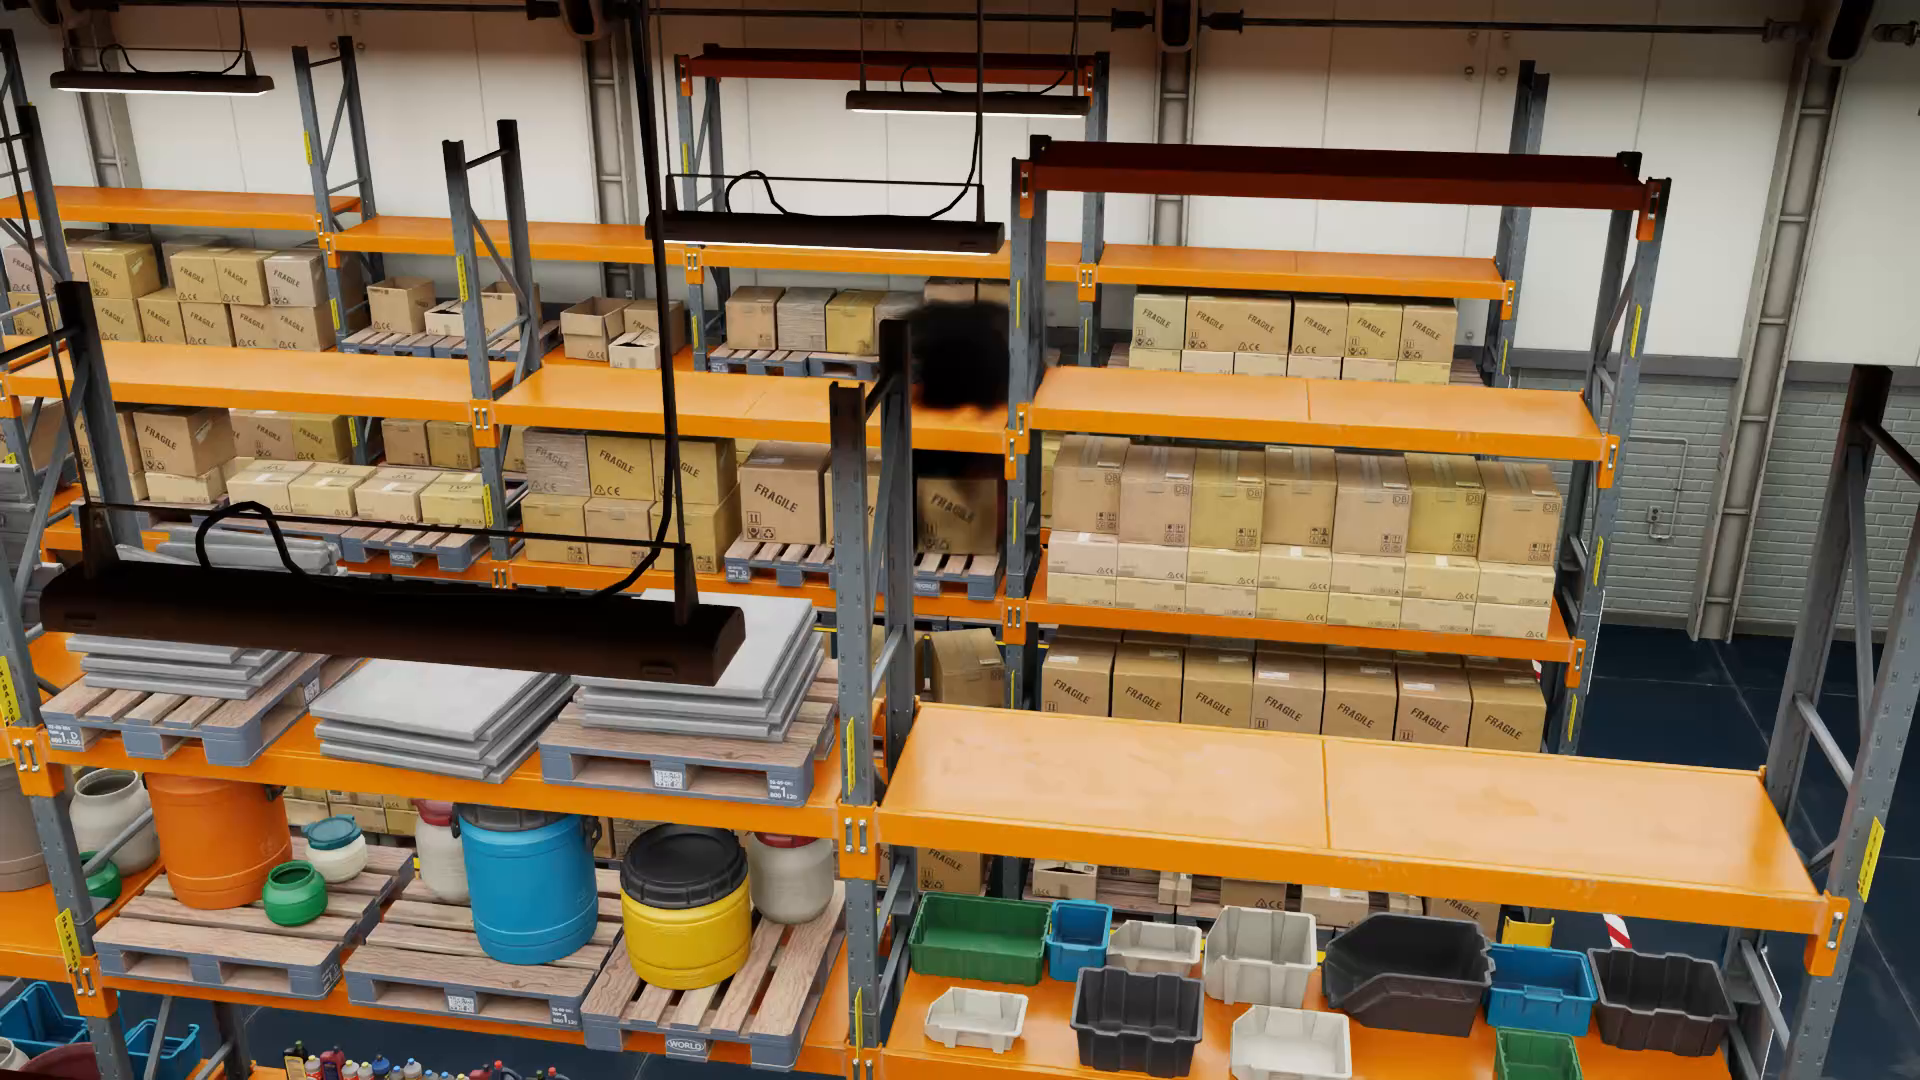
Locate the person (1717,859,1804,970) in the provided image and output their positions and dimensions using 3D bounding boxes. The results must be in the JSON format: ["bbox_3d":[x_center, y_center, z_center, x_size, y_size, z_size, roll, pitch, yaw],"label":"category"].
[{"bbox_3d":[5.741,2.612,12.121,0.861,1.594,0.534,-13,26,-27],"label":"person"}]
